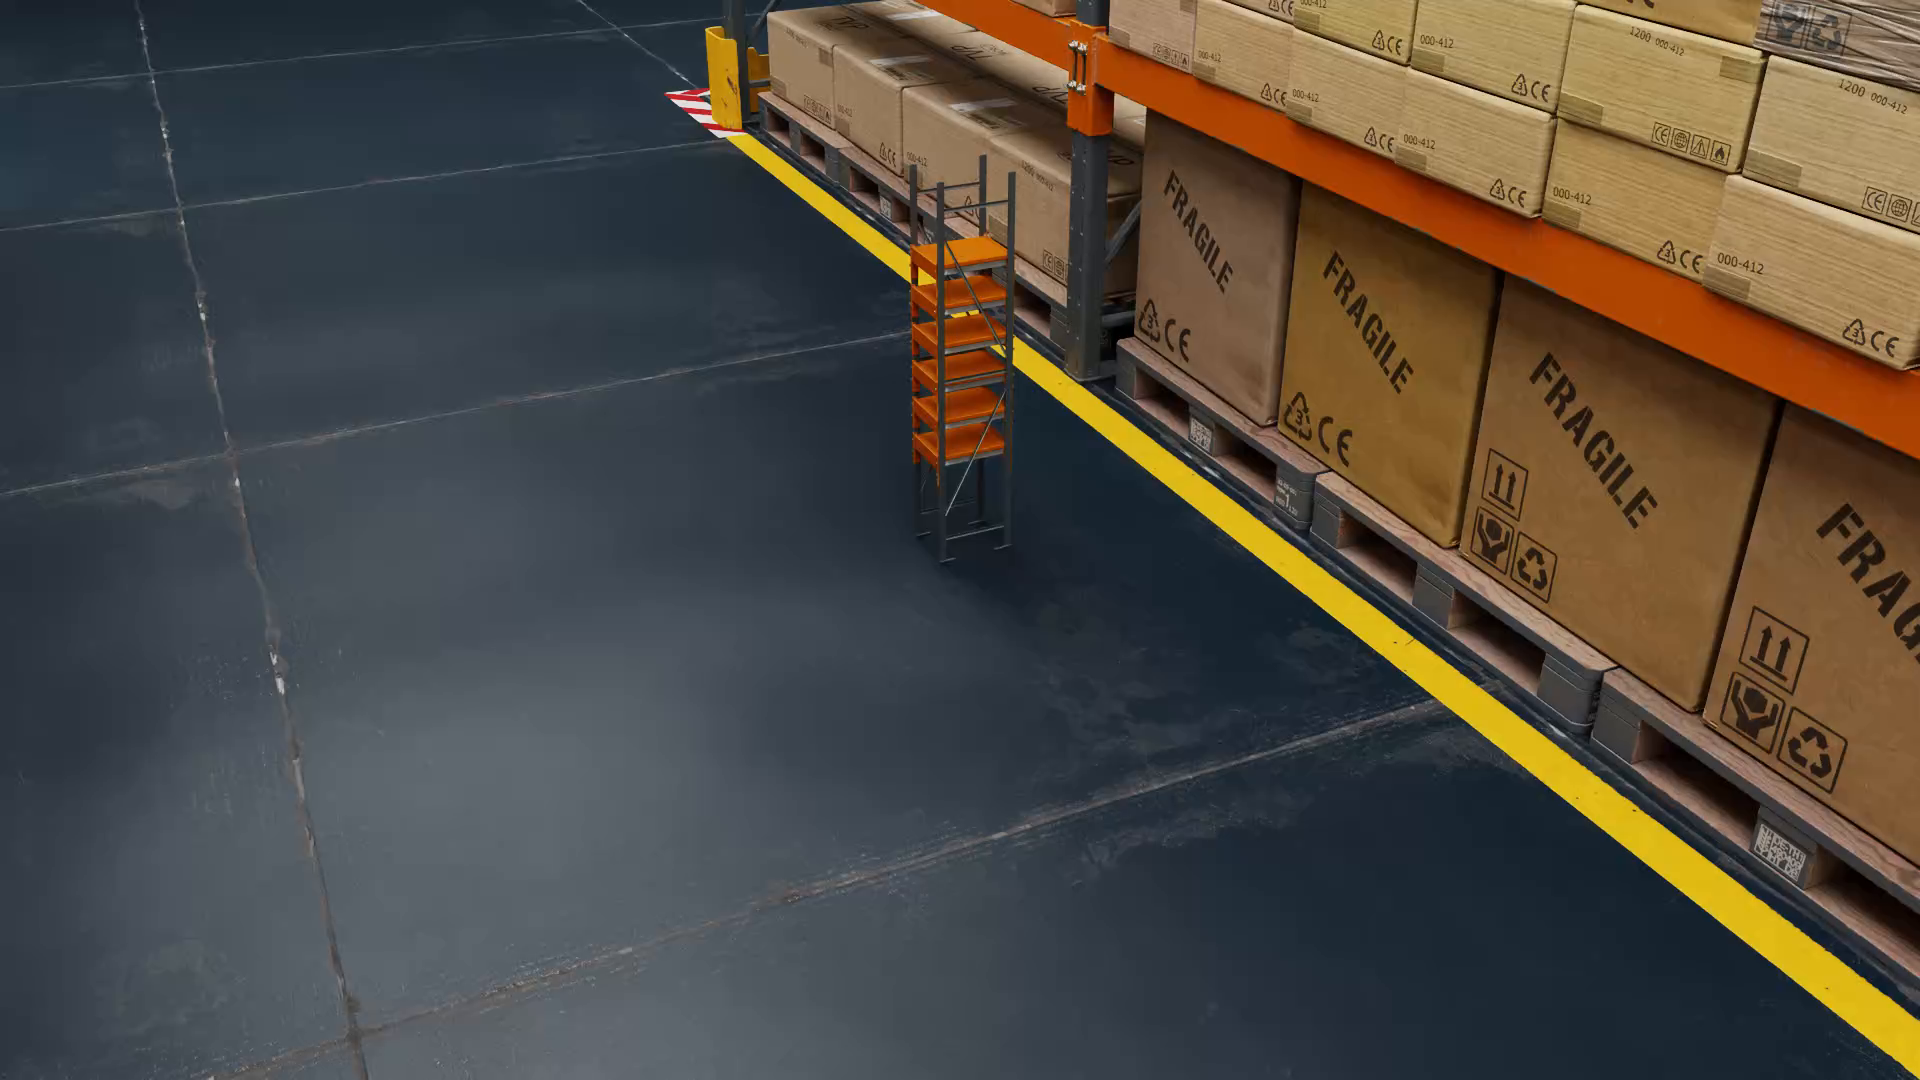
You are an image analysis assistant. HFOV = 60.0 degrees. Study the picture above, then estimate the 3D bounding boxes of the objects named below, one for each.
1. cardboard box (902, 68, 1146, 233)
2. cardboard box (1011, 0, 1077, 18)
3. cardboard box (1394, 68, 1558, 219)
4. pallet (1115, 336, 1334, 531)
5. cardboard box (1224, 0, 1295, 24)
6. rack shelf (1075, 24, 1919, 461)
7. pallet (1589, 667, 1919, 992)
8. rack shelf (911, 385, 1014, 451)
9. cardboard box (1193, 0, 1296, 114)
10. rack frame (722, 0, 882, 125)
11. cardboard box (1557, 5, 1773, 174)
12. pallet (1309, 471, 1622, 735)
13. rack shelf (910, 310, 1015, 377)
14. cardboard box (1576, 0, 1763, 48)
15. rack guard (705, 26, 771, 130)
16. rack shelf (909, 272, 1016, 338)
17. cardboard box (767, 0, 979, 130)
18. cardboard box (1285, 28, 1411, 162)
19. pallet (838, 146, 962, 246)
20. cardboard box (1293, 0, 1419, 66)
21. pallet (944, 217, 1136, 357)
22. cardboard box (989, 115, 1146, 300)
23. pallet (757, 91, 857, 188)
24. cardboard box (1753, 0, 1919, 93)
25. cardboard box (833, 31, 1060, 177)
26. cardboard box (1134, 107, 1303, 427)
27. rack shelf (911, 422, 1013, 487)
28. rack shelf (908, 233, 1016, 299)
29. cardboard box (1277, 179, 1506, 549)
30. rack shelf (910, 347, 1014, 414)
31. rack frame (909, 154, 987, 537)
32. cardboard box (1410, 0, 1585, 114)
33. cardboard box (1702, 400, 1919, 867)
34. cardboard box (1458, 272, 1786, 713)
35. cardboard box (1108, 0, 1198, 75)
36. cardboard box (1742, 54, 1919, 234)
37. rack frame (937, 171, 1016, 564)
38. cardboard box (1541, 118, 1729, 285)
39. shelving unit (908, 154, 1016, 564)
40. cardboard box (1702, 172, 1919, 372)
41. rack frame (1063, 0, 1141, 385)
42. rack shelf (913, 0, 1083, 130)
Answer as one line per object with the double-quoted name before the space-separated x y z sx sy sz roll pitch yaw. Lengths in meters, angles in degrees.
"cardboard box" 0.319 -1.789 7.563 0.875 0.438 0.875 -14 32 -23
"cardboard box" 0.447 -2.223 6.045 0.500 0.500 0.500 -13 32 -22
"cardboard box" 1.462 -1.032 4.177 0.500 0.250 0.500 -14 32 -23
"pallet" 1.276 -0.487 5.902 1.003 0.211 1.213 -13 32 -22
"cardboard box" 1.060 -1.702 4.861 0.500 0.250 0.500 -13 32 -21
"rack shelf" 1.735 -0.831 4.400 1.077 0.370 4.000 -13 32 -22
"pallet" 2.323 0.591 3.980 1.003 0.211 1.213 -13 32 -22
"rack shelf" 0.006 -0.374 5.026 0.258 0.103 0.180 -13 32 -22
"cardboard box" 1.051 -1.484 4.984 0.500 0.250 0.500 -14 32 -23
"rack frame" -0.841 -3.795 8.951 1.000 3.000 0.127 -13 32 -22
"cardboard box" 1.695 -1.022 3.647 0.500 0.250 0.500 -14 32 -23
"pallet" 1.804 0.053 4.939 1.003 0.211 1.213 -13 32 -22
"rack shelf" 0.006 -0.583 4.908 0.258 0.103 0.180 -13 32 -22
"cardboard box" 1.701 -1.360 3.484 0.500 0.500 0.500 -13 32 -22
"rack guard" -0.851 -2.715 9.581 1.175 0.500 0.348 -13 32 -22
"rack shelf" 0.006 -0.688 4.849 0.258 0.103 0.180 -13 32 -22
"cardboard box" -0.467 -2.590 8.992 0.875 0.438 0.875 -14 32 -24
"cardboard box" 1.256 -1.255 4.574 0.500 0.250 0.500 -13 32 -22
"pallet" 0.093 -1.704 8.072 1.003 0.211 1.213 -13 32 -22
"cardboard box" 1.253 -1.474 4.454 0.500 0.250 0.500 -13 32 -21
"pallet" 0.621 -1.164 7.110 1.003 0.211 1.213 -13 32 -22
"cardboard box" 0.704 -1.393 6.858 0.875 0.438 0.875 -14 32 -23
"pallet" -0.427 -2.242 9.032 1.003 0.211 1.213 -13 32 -22
"cardboard box" 1.908 -1.139 3.090 0.500 0.500 0.500 -13 32 -21
"cardboard box" -0.067 -2.187 8.274 0.875 0.438 0.875 -12 32 -21
"cardboard box" 1.215 -1.027 5.758 0.875 0.875 0.875 -12 31 -20
"rack shelf" 0.006 -0.269 5.084 0.258 0.103 0.180 -13 32 -22
"rack shelf" 0.006 -0.792 4.791 0.258 0.103 0.180 -13 32 -22
"cardboard box" 1.610 -0.630 5.049 0.875 0.875 0.875 -12 31 -21
"rack shelf" 0.006 -0.478 4.967 0.258 0.103 0.180 -13 32 -22
"rack frame" -0.033 -0.557 5.017 0.240 1.200 0.006 -13 32 -22
"cardboard box" 1.471 -1.251 4.056 0.500 0.250 0.500 -14 32 -23
"cardboard box" 2.372 0.160 3.641 0.875 0.875 0.875 -13 32 -22
"cardboard box" 1.993 -0.235 4.345 0.875 0.875 0.875 -13 32 -21
"cardboard box" 0.827 -1.713 5.391 0.500 0.250 0.500 -14 32 -23
"cardboard box" 1.933 -0.800 3.252 0.500 0.250 0.500 -14 32 -23
"rack frame" 0.046 -0.477 4.873 0.240 1.200 0.006 -13 32 -22
"cardboard box" 1.707 -0.813 3.786 0.500 0.250 0.500 -13 32 -22
"shelving unit" 0.006 -0.517 4.945 0.258 1.200 0.189 -13 32 -22
"cardboard box" 1.909 -0.587 3.383 0.500 0.250 0.500 -13 32 -21
"rack frame" 0.877 -2.028 5.799 1.000 3.000 0.127 -13 32 -22
"rack shelf" 0.018 -2.598 7.551 1.077 0.370 4.000 -13 32 -22
